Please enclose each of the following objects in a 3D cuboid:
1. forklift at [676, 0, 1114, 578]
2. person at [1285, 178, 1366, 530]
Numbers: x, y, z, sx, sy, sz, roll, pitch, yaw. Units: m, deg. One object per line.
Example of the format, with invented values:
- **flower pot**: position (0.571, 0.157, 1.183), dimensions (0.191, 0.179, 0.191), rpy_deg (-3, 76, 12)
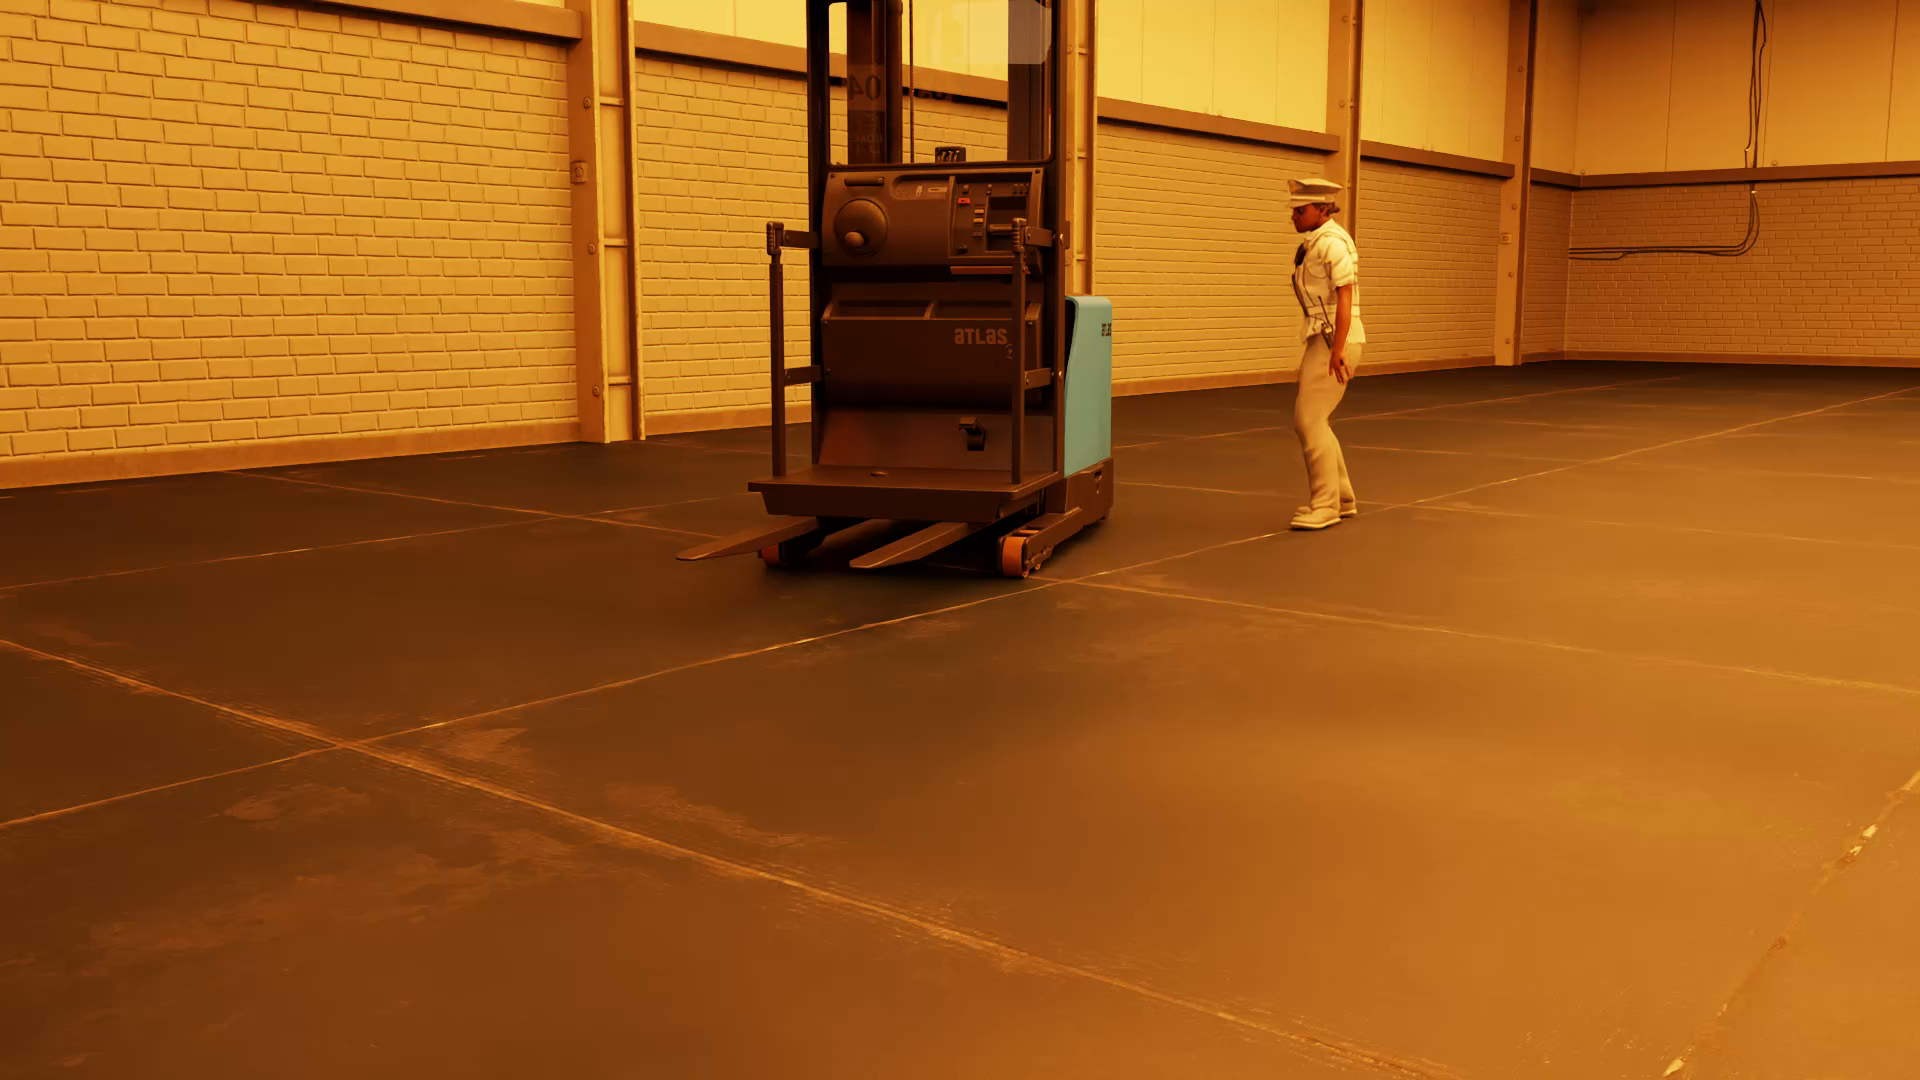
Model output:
- **forklift**: position (-0.176, -1.366, 6.616), dimensions (1.130, 2.935, 3.031), rpy_deg (3, 9, 17)
- **person**: position (1.738, -0.896, 7.946), dimensions (0.397, 1.632, 0.788), rpy_deg (1, 8, 6)
